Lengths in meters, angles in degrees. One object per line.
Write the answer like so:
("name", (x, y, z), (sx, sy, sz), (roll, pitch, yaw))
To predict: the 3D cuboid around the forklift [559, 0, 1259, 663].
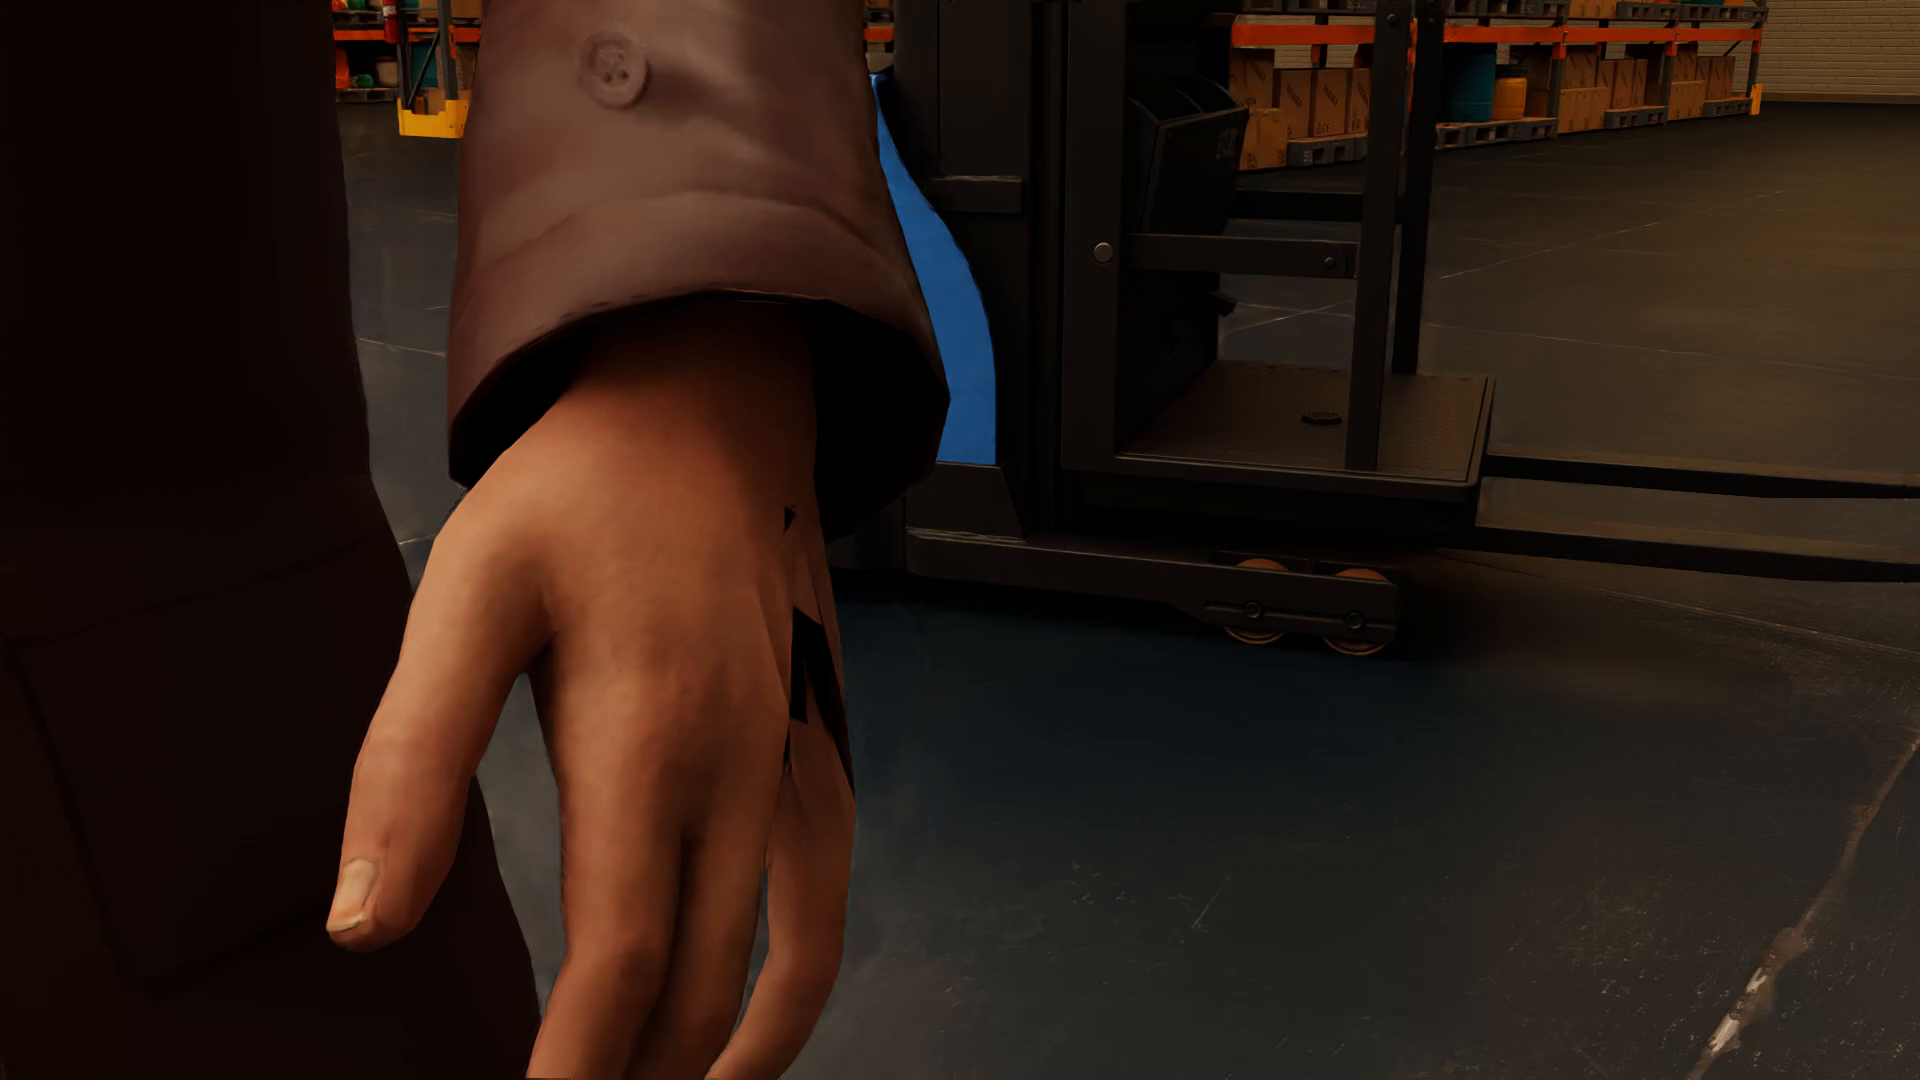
("forklift", (0.182, -1.571, 4.072), (1.130, 2.935, 3.031), (5, 18, 17))
